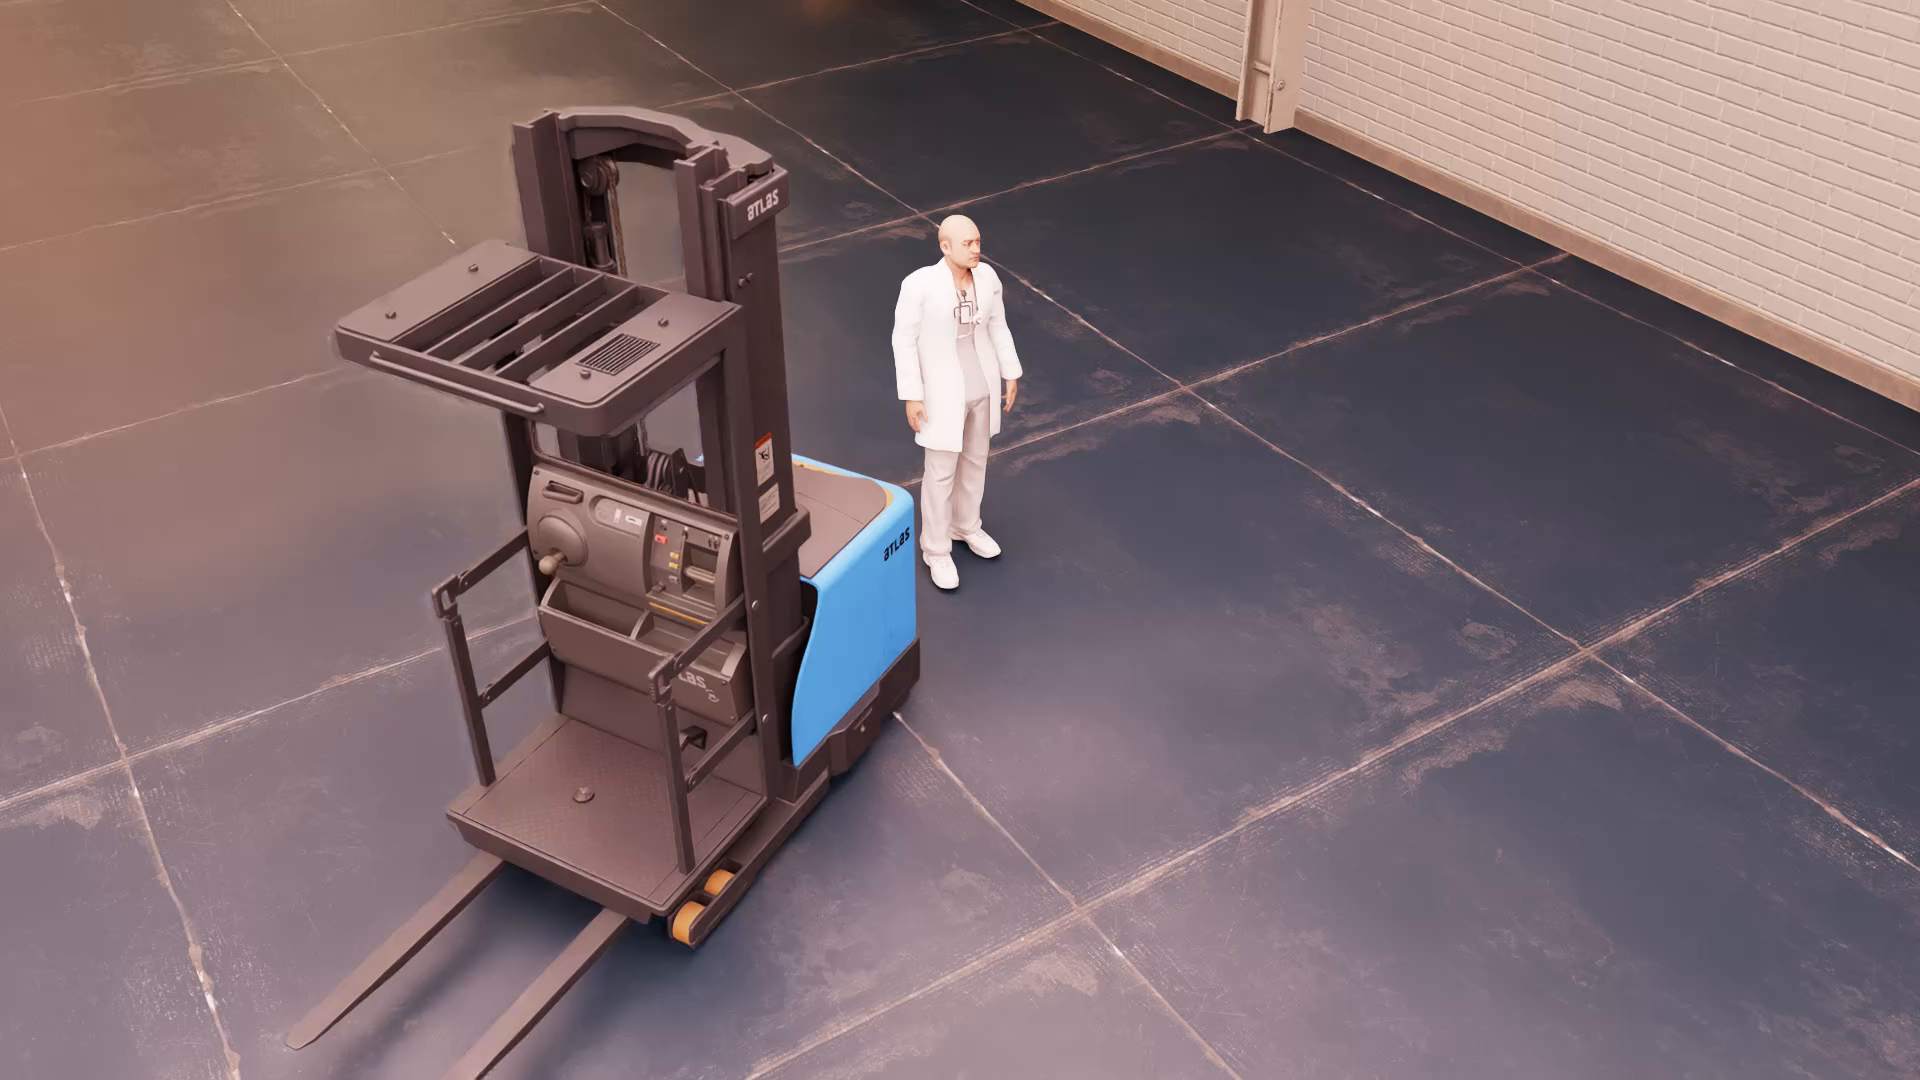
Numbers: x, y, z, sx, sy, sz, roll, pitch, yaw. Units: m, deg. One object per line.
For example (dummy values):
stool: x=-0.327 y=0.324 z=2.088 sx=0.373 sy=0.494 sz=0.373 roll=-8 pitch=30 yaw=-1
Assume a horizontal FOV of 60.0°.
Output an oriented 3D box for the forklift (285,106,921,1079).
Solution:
forklift: x=-1.336 y=0.073 z=6.044 sx=1.130 sy=2.935 sz=3.031 roll=18 pitch=39 yaw=23

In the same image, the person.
person: x=0.045 y=-0.688 z=8.118 sx=0.694 sy=1.775 sz=0.581 roll=-21 pitch=40 yaw=-27
